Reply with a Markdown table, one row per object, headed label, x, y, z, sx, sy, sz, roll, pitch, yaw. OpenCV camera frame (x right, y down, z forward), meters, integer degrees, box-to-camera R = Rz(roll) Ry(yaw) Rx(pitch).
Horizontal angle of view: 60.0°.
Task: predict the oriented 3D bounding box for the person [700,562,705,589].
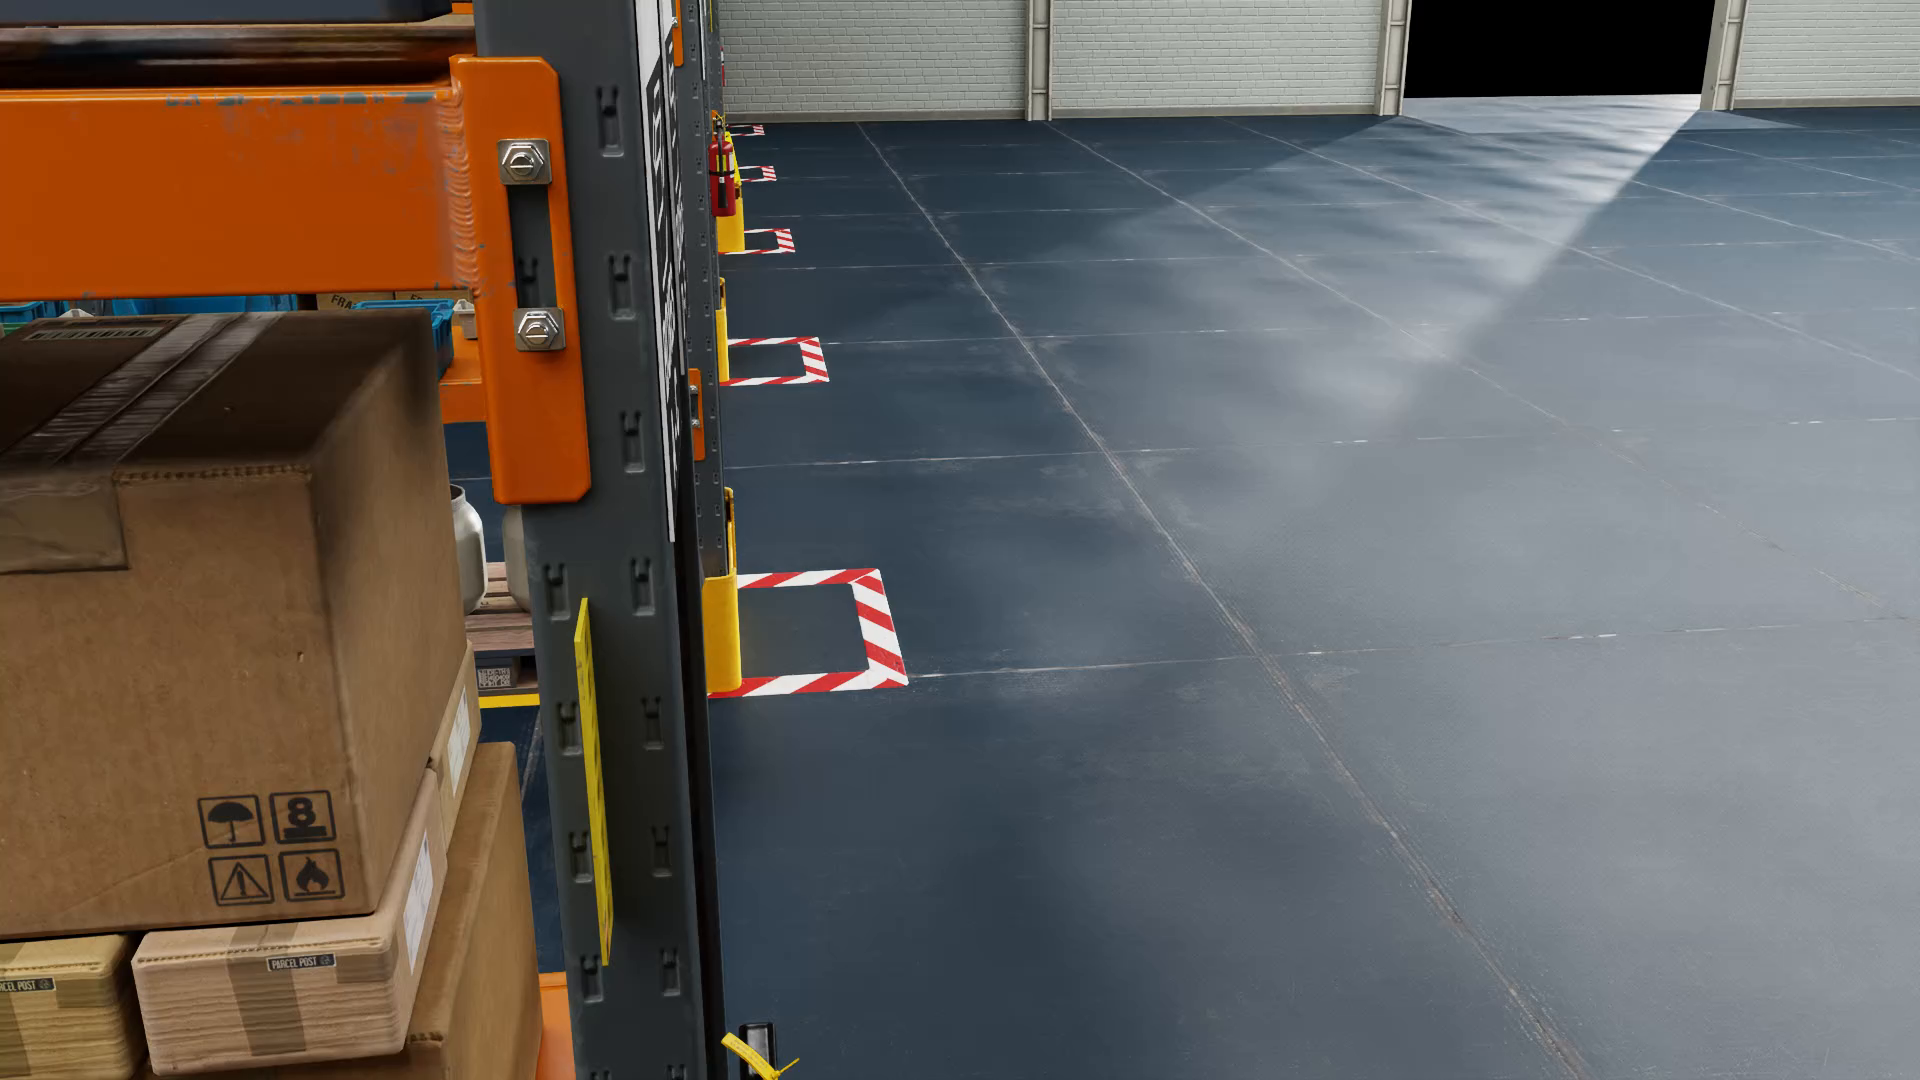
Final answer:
| label | x | y | z | sx | sy | sz | roll | pitch | yaw |
| --- | --- | --- | --- | --- | --- | --- | --- | --- | --- |
| person | -1.091 | 0.148 | 5.680 | 0.402 | 1.653 | 0.521 | 3 | 20 | 8 |
